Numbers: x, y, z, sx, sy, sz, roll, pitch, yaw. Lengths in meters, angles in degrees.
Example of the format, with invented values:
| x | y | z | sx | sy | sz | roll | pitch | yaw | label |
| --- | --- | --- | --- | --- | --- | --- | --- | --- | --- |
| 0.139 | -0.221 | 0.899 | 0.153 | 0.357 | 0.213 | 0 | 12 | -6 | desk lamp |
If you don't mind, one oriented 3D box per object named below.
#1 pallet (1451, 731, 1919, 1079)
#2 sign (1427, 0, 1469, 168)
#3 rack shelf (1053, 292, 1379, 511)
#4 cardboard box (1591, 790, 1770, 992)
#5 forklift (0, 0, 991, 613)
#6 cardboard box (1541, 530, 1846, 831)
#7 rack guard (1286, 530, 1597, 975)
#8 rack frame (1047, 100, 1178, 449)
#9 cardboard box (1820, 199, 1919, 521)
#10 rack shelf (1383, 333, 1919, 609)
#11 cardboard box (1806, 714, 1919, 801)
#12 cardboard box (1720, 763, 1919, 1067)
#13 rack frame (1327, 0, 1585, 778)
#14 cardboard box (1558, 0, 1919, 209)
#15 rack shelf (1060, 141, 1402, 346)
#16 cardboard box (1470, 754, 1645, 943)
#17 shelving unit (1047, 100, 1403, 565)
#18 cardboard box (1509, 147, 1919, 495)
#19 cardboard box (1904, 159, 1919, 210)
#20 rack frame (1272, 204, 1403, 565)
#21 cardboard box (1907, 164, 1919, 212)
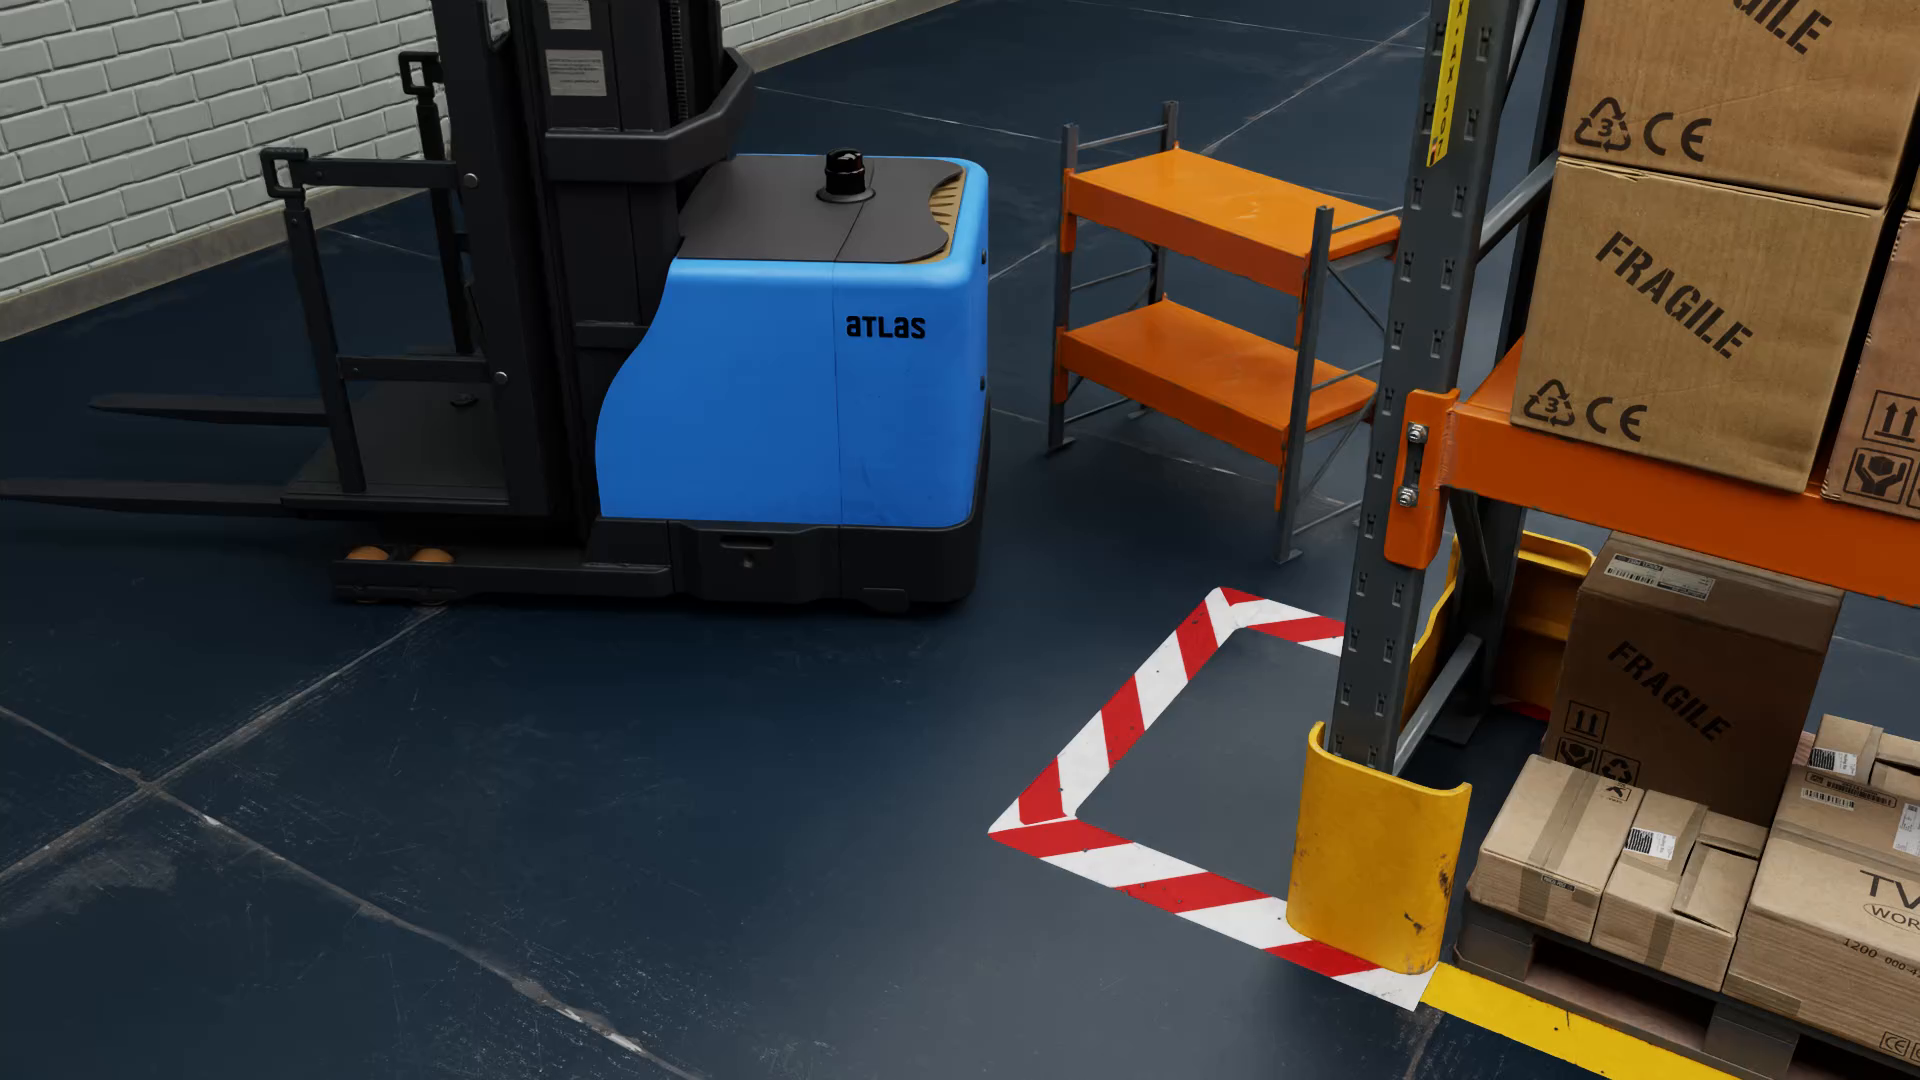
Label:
| x | y | z | sx | sy | sz | roll | pitch | yaw | label |
| --- | --- | --- | --- | --- | --- | --- | --- | --- | --- |
| 1.847 | 0.788 | 3.690 | 1.213 | 0.211 | 1.003 | 18 | 35 | 27 | pallet |
| 0.819 | -0.792 | 2.772 | 0.005 | 0.325 | 0.100 | 18 | 35 | 27 | sign |
| 0.838 | -0.478 | 5.427 | 0.538 | 0.278 | 1.000 | -22 | 37 | -34 | rack shelf |
| 1.491 | 0.709 | 3.432 | 0.250 | 0.166 | 0.380 | 18 | 35 | 27 | cardboard box |
| -1.440 | -1.335 | 4.630 | 3.031 | 2.935 | 1.130 | 2 | 30 | 3 | forklift |
| 1.699 | 0.280 | 3.837 | 0.500 | 0.500 | 0.500 | 18 | 35 | 27 | cardboard box |
| 1.172 | 0.450 | 3.983 | 0.348 | 0.500 | 1.175 | 18 | 35 | 27 | rack guard |
| 0.514 | -0.886 | 5.642 | 0.500 | 1.125 | 0.032 | -22 | 37 | -34 | rack frame |
| 1.783 | -0.326 | 2.733 | 0.500 | 0.500 | 0.500 | 17 | 34 | 27 | cardboard box |
| 2.801 | 0.196 | 2.651 | 4.000 | 0.370 | 1.077 | 18 | 35 | 27 | rack shelf |
| 1.994 | 0.571 | 3.669 | 0.250 | 0.166 | 0.380 | 18 | 35 | 27 | cardboard box |
| 1.841 | 0.748 | 3.283 | 0.500 | 0.250 | 0.500 | 18 | 35 | 27 | cardboard box |
| 1.107 | -0.650 | 3.388 | 0.127 | 3.000 | 1.000 | 18 | 35 | 27 | rack frame |
| 1.343 | -0.894 | 2.714 | 0.500 | 0.500 | 0.500 | 19 | 35 | 29 | cardboard box |
| 0.846 | -0.945 | 5.162 | 0.538 | 0.278 | 1.000 | -22 | 37 | -34 | rack shelf |
| 1.279 | 0.650 | 3.551 | 0.250 | 0.149 | 0.380 | 18 | 35 | 27 | cardboard box |
| 0.842 | -0.690 | 5.306 | 0.538 | 1.125 | 1.048 | -22 | 37 | -34 | shelving unit |
| 1.343 | -0.462 | 2.966 | 0.500 | 0.500 | 0.500 | 18 | 35 | 28 | cardboard box |
| 1.631 | -0.690 | 3.356 | 0.500 | 0.500 | 0.500 | 19 | 35 | 29 | cardboard box |
| 1.169 | -0.494 | 4.971 | 0.500 | 1.125 | 0.032 | -22 | 37 | -34 | rack frame |
| 1.790 | -0.757 | 2.479 | 0.500 | 0.500 | 0.500 | 18 | 35 | 28 | cardboard box |
